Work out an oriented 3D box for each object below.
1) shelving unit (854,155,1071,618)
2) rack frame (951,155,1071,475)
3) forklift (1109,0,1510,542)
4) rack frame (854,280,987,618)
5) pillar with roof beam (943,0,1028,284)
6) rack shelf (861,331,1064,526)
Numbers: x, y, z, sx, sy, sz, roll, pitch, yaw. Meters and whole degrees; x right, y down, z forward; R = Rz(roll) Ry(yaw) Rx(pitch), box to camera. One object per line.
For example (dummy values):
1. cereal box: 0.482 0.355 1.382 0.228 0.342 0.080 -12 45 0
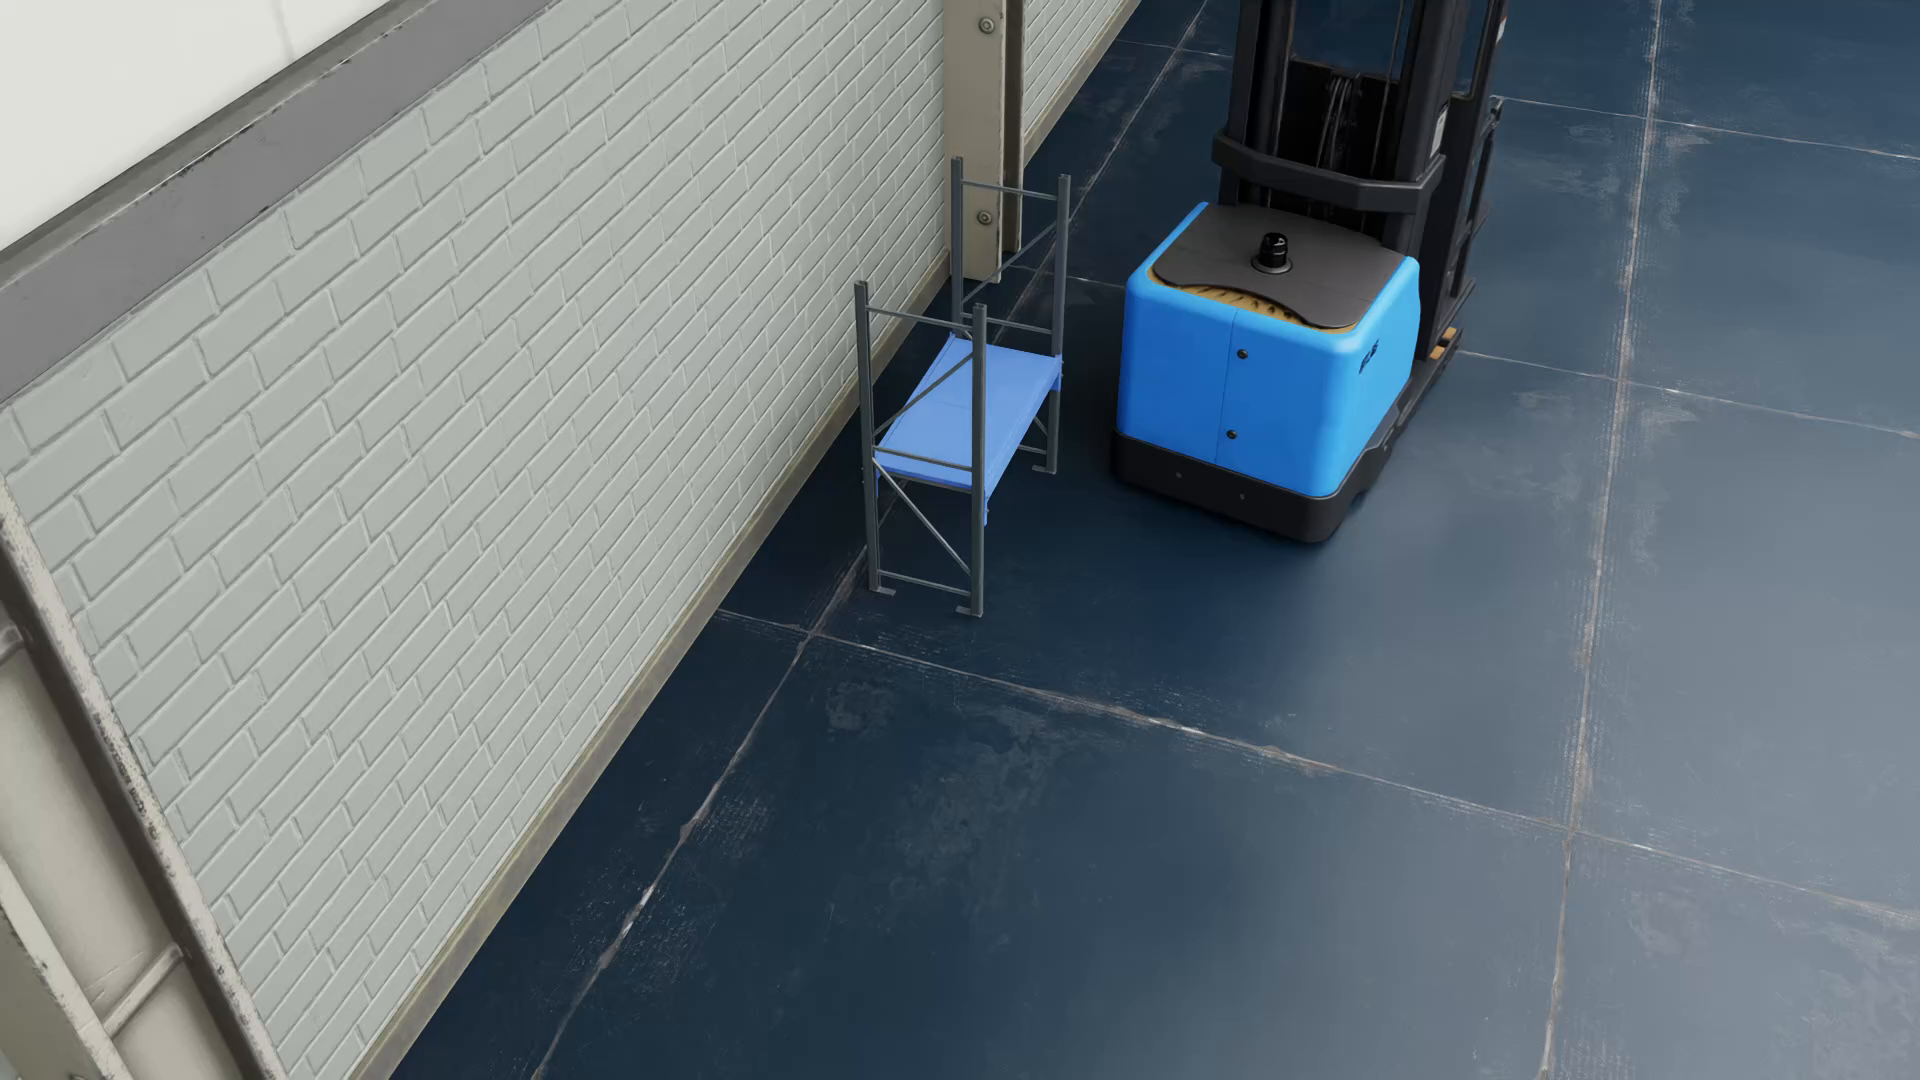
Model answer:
1. shelving unit: 0.029 -0.623 6.824 0.538 1.500 1.048 13 42 15
2. rack frame: 0.203 -0.933 7.188 0.500 1.500 0.032 13 42 15
3. forklift: 1.849 -2.045 7.388 1.130 2.935 3.031 21 45 22
4. rack frame: -0.145 -0.313 6.461 0.500 1.500 0.032 13 42 15
5. pillar with roof beam: 4.170 -3.986 4.989 9.100 9.000 0.400 13 42 15
6. rack shelf: 0.029 -0.486 6.941 0.538 0.185 1.000 13 42 15
